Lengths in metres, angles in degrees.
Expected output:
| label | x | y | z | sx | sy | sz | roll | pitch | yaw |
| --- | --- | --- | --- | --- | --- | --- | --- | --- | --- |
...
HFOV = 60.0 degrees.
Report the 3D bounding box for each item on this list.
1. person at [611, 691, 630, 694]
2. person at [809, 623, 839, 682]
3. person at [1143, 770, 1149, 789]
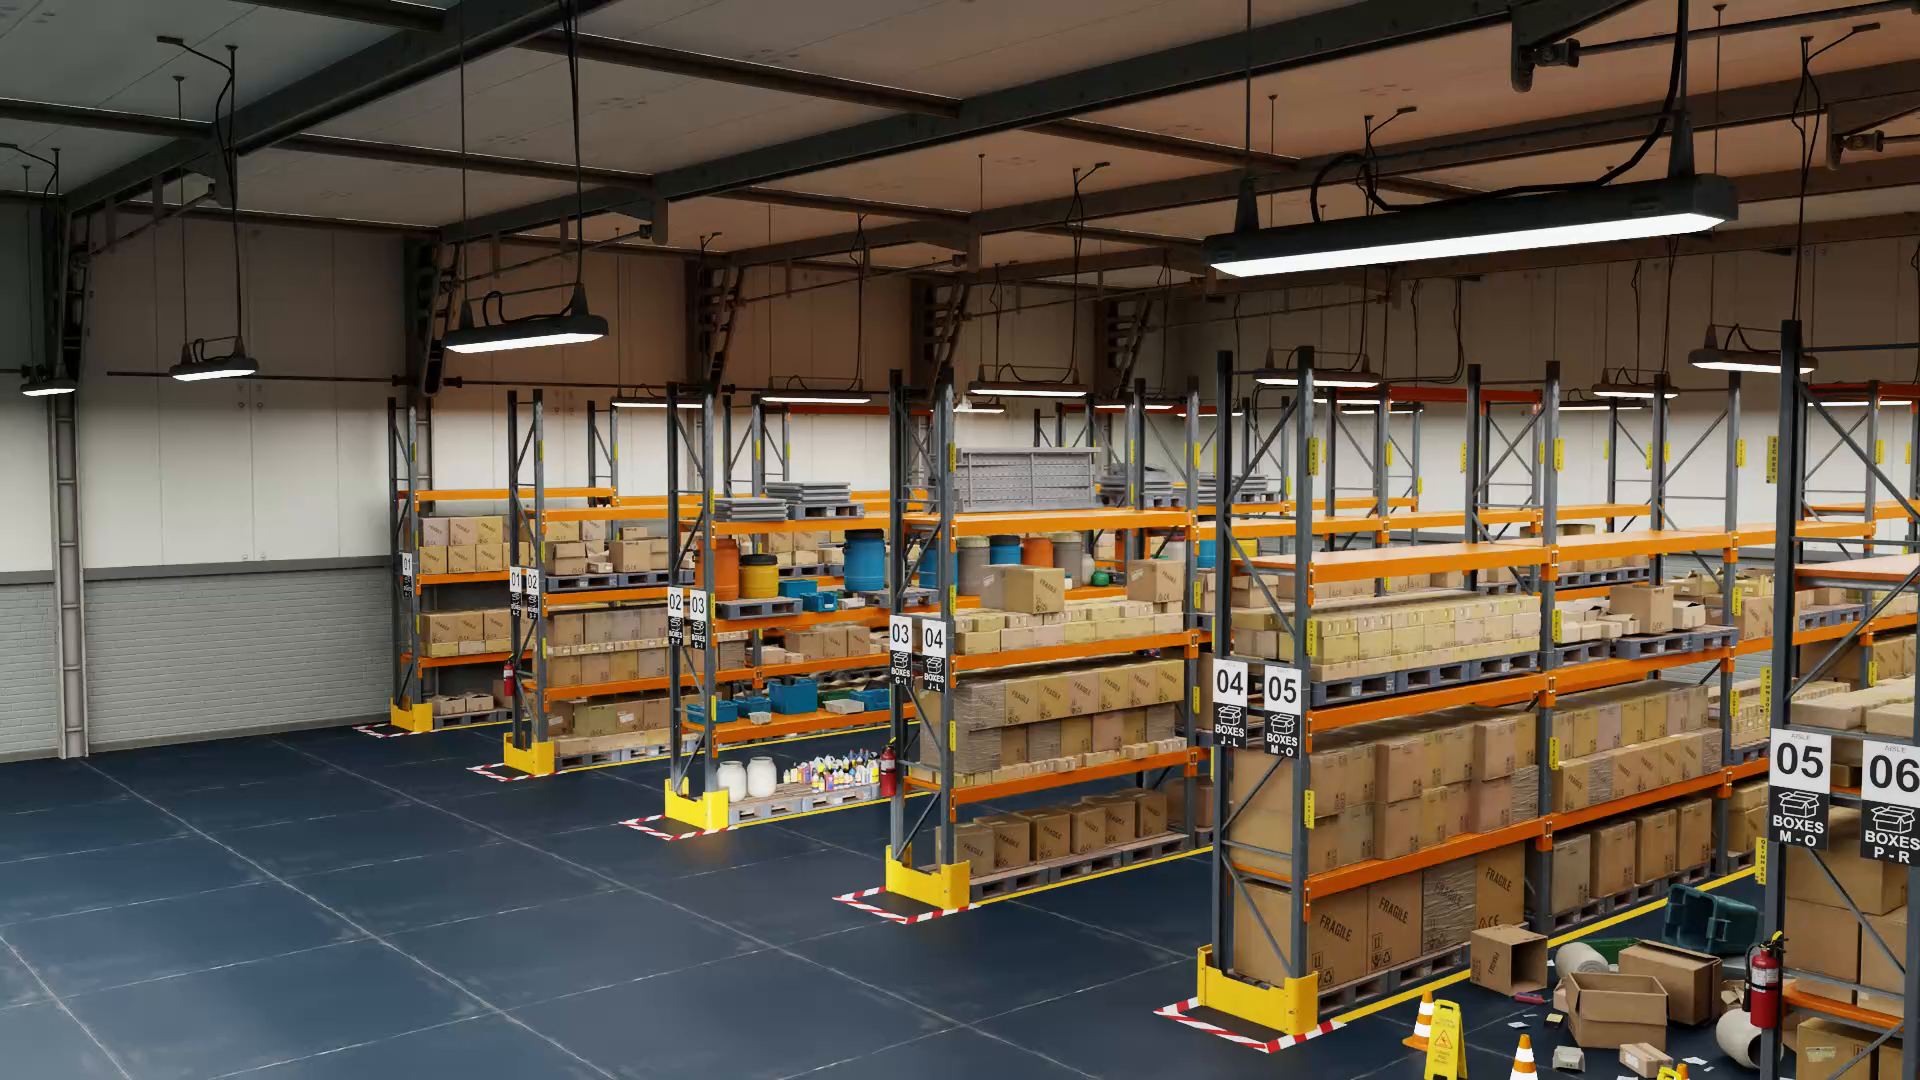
| label | x | y | z | sx | sy | sz | roll | pitch | yaw |
| --- | --- | --- | --- | --- | --- | --- | --- | --- | --- |
| person | -5.948 | 2.658 | 28.954 | 0.897 | 1.659 | 0.607 | -3 | 4 | -41 |
| person | -2.726 | 2.075 | 32.476 | 0.661 | 1.830 | 0.919 | 3 | 5 | 42 |
| person | 2.758 | 2.889 | 24.831 | 0.615 | 1.647 | 0.575 | 3 | 4 | 37 |
